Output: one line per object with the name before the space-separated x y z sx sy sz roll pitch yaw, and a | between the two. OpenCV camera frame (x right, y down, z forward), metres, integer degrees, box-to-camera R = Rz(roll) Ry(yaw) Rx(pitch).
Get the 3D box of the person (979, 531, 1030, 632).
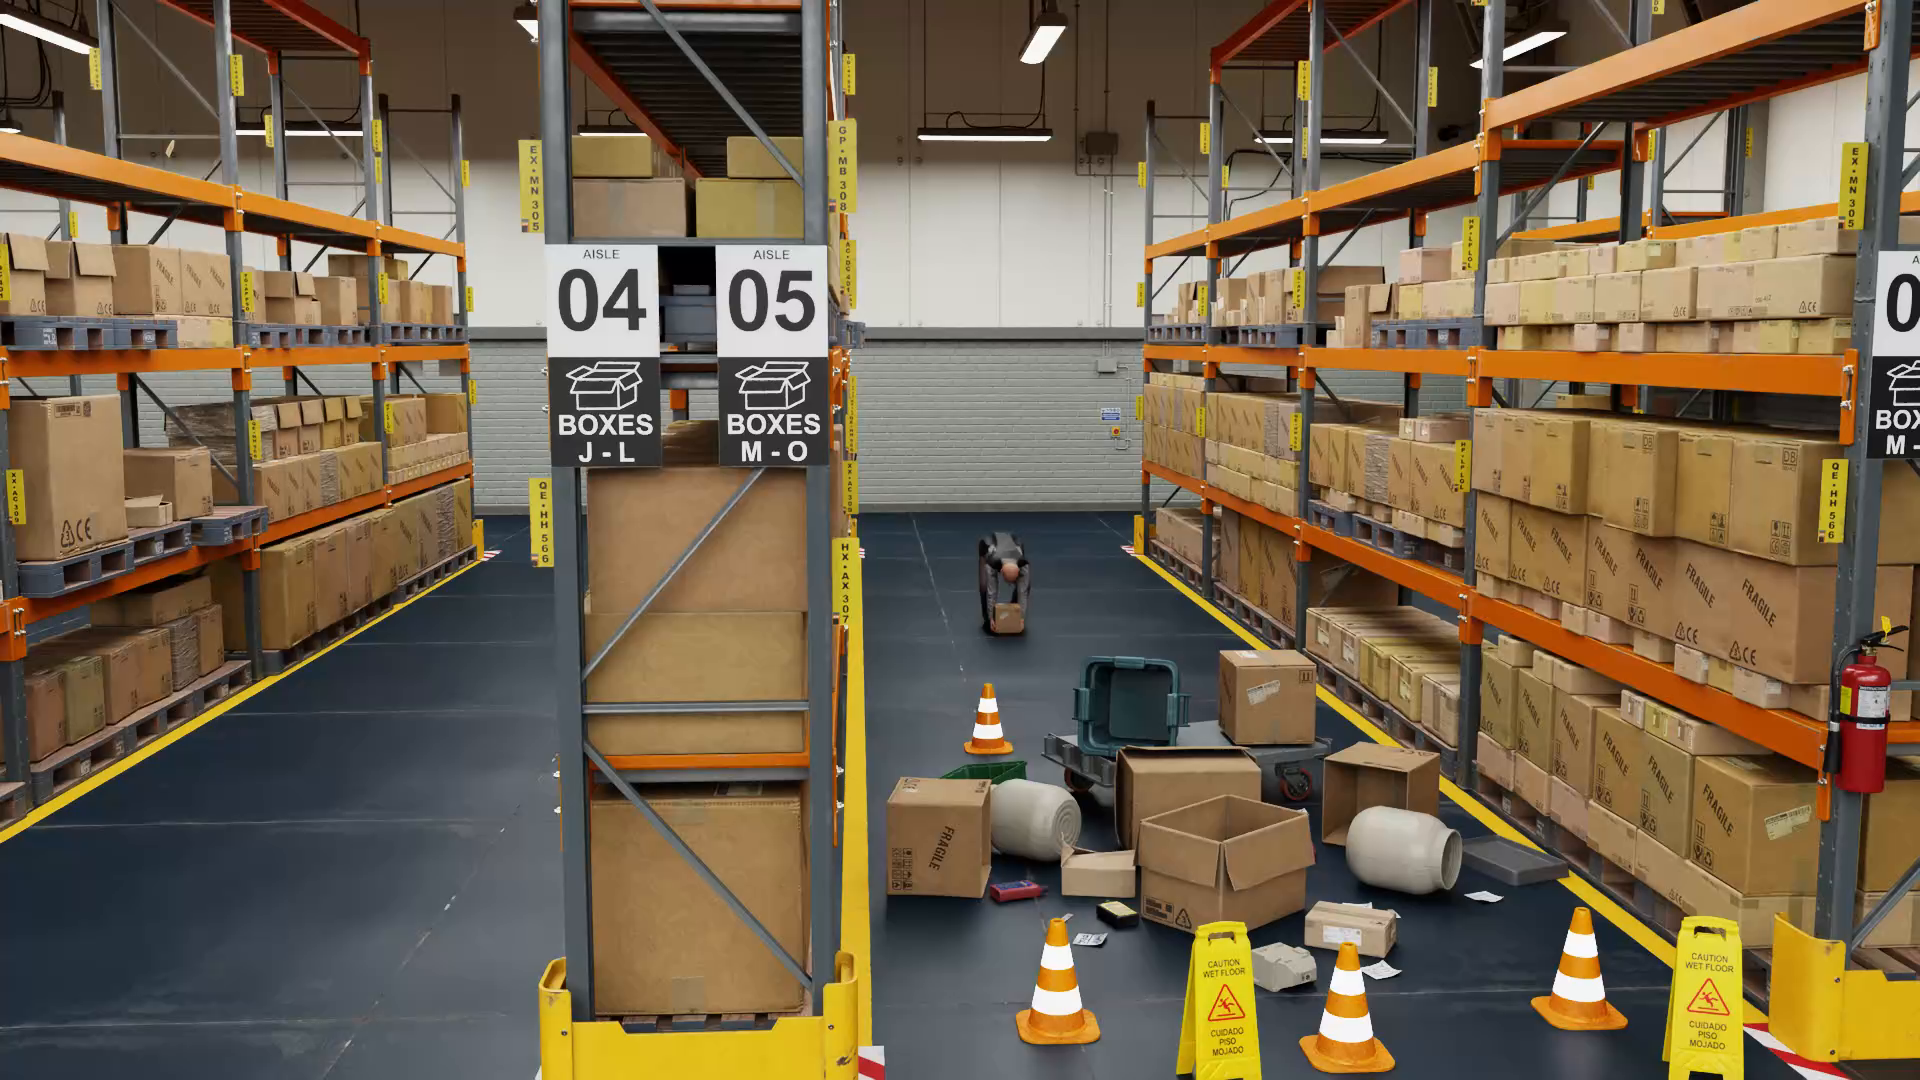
person | 0.451 0.416 16.570 0.513 0.960 0.944 -1 7 -6
